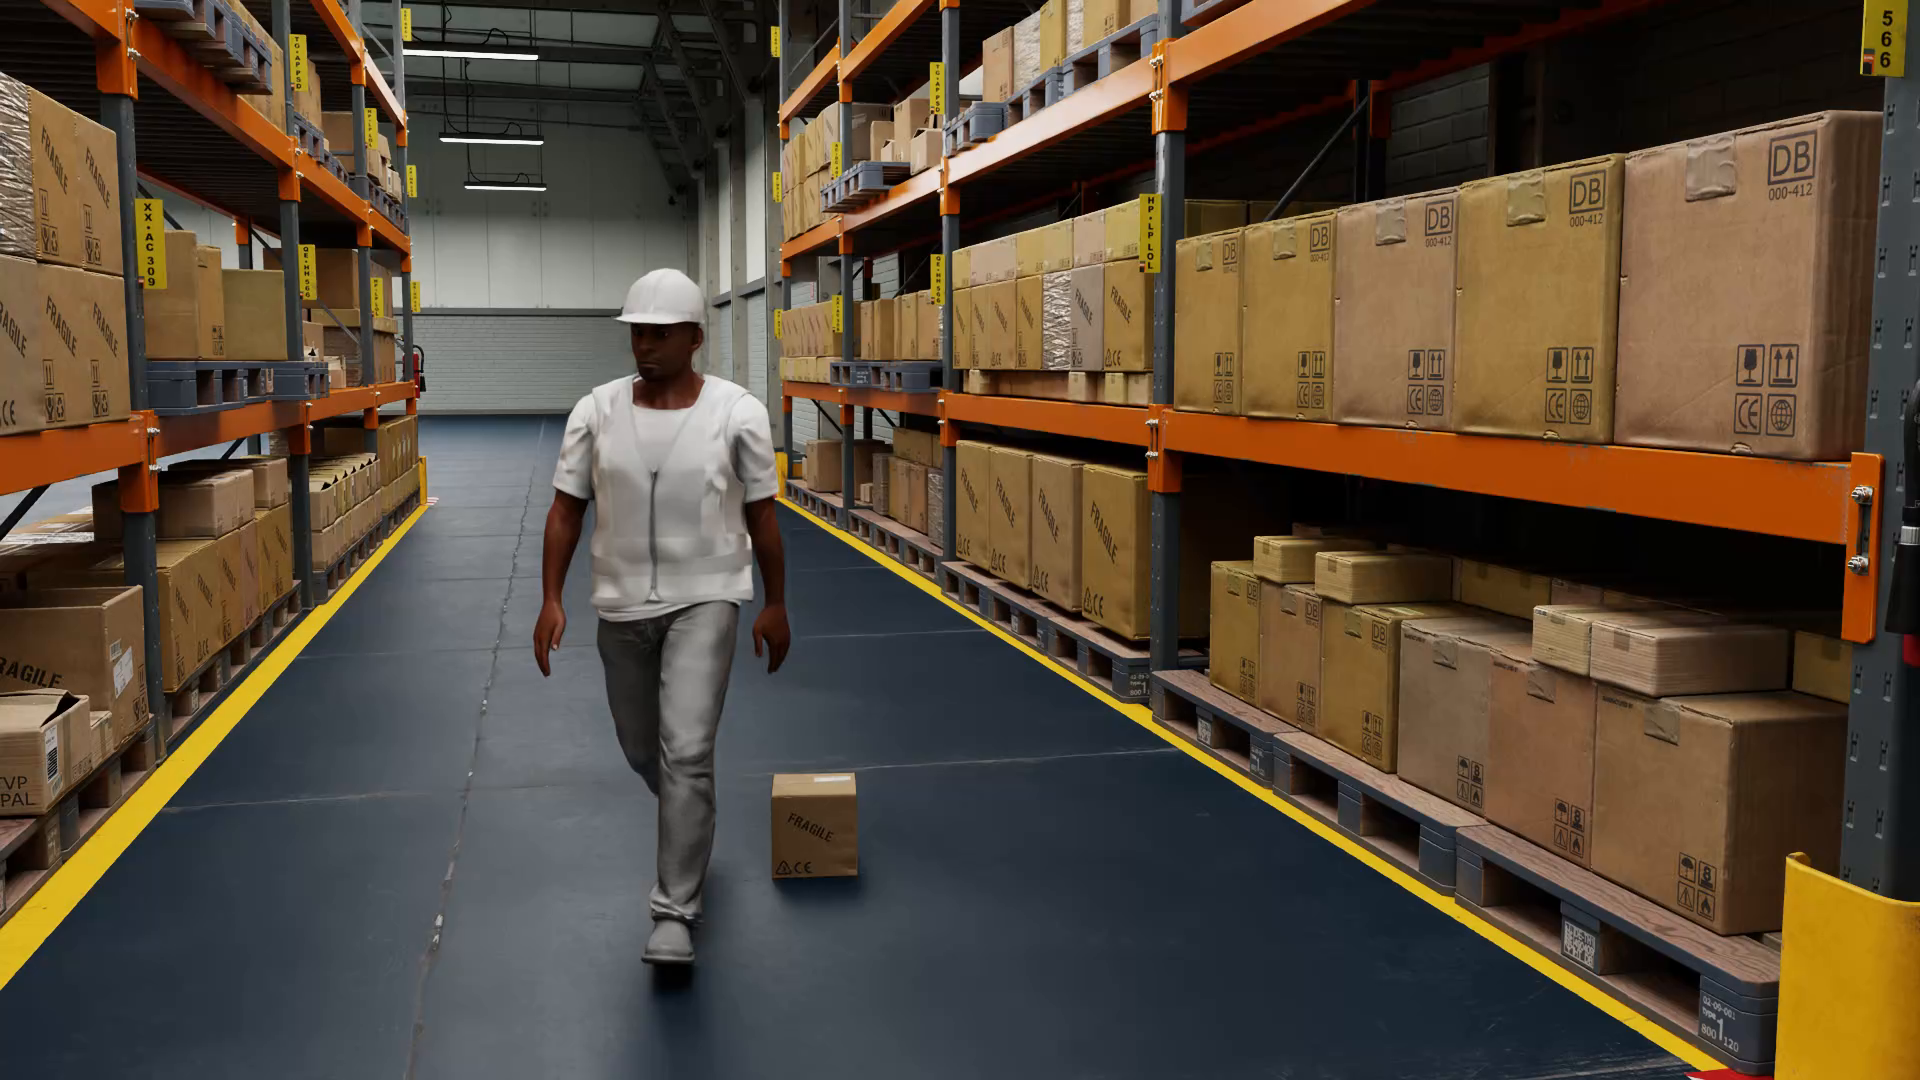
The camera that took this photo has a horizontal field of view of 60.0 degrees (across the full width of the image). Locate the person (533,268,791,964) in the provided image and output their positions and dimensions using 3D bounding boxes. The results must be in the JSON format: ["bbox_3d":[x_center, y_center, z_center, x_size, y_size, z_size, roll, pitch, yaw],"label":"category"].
[{"bbox_3d":[-0.785,0.161,4.375,0.627,1.730,1.014,1,6,7],"label":"person"}]
